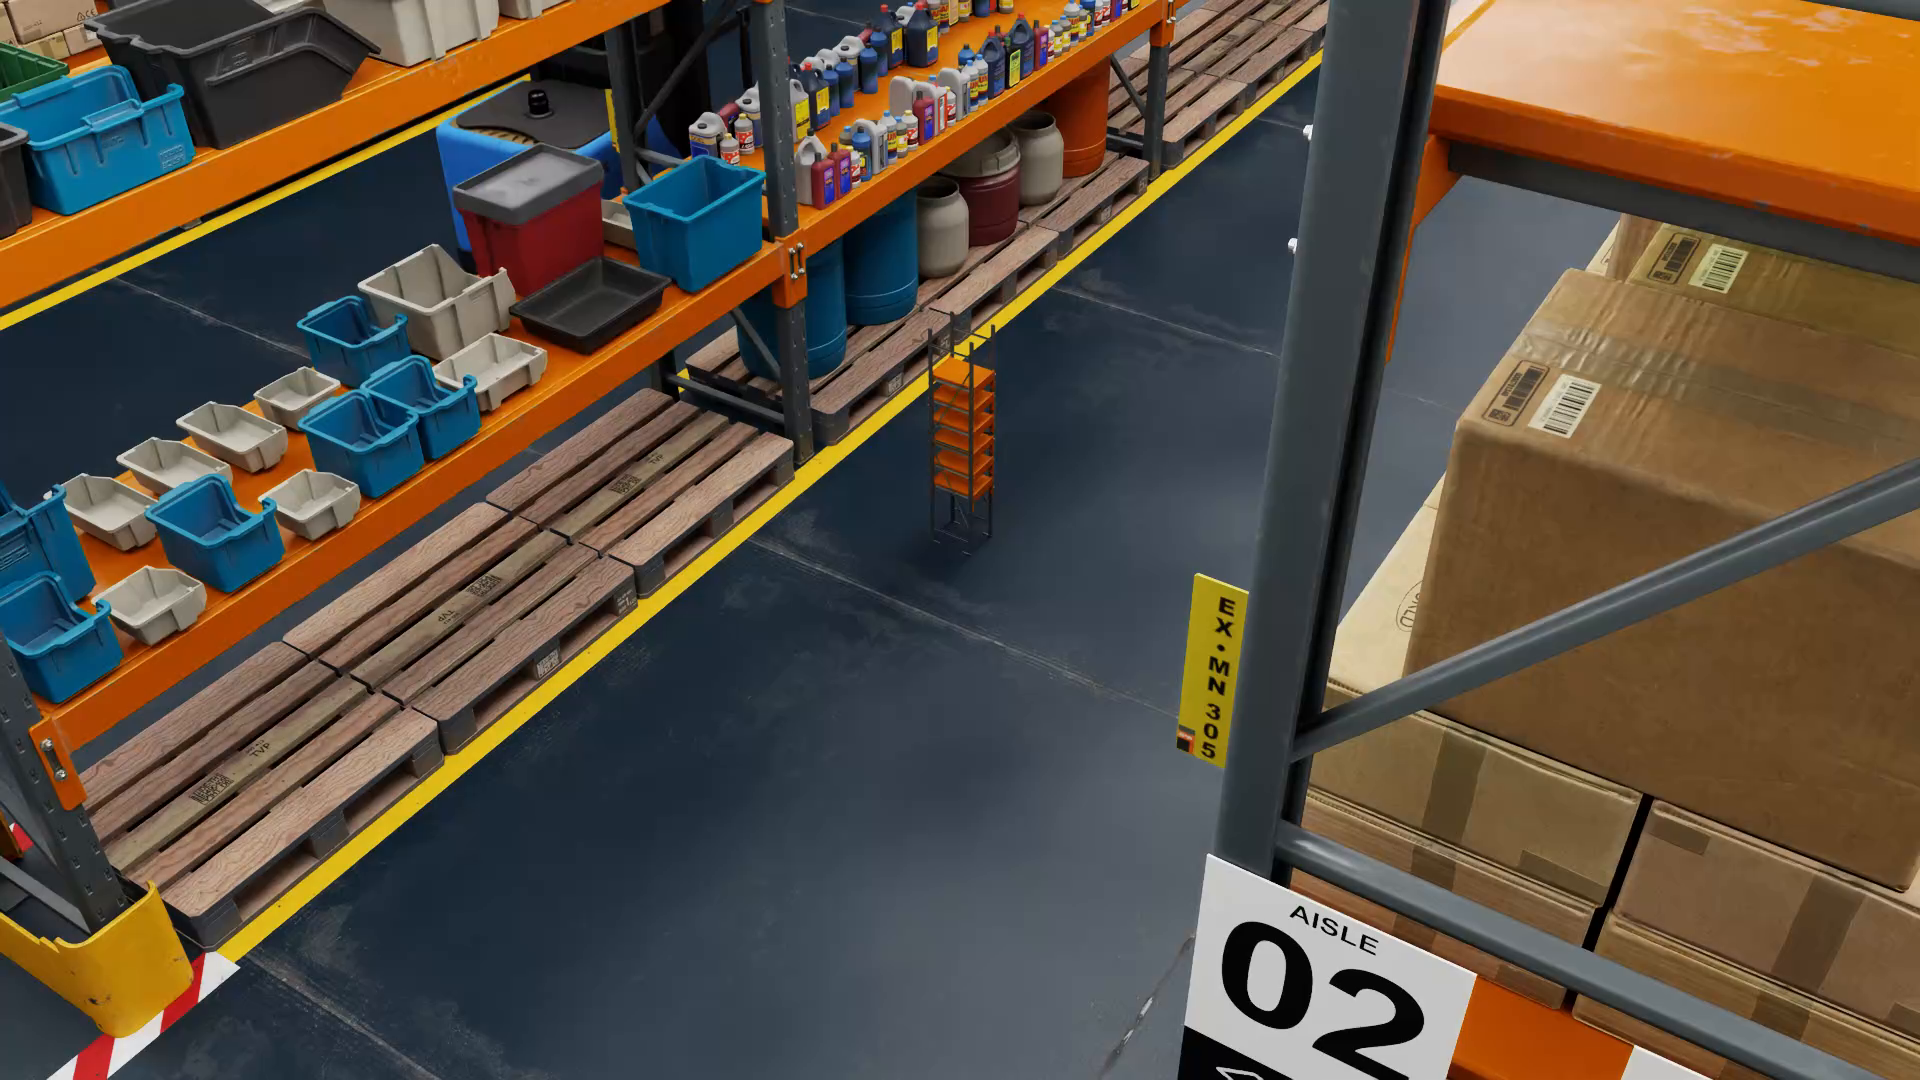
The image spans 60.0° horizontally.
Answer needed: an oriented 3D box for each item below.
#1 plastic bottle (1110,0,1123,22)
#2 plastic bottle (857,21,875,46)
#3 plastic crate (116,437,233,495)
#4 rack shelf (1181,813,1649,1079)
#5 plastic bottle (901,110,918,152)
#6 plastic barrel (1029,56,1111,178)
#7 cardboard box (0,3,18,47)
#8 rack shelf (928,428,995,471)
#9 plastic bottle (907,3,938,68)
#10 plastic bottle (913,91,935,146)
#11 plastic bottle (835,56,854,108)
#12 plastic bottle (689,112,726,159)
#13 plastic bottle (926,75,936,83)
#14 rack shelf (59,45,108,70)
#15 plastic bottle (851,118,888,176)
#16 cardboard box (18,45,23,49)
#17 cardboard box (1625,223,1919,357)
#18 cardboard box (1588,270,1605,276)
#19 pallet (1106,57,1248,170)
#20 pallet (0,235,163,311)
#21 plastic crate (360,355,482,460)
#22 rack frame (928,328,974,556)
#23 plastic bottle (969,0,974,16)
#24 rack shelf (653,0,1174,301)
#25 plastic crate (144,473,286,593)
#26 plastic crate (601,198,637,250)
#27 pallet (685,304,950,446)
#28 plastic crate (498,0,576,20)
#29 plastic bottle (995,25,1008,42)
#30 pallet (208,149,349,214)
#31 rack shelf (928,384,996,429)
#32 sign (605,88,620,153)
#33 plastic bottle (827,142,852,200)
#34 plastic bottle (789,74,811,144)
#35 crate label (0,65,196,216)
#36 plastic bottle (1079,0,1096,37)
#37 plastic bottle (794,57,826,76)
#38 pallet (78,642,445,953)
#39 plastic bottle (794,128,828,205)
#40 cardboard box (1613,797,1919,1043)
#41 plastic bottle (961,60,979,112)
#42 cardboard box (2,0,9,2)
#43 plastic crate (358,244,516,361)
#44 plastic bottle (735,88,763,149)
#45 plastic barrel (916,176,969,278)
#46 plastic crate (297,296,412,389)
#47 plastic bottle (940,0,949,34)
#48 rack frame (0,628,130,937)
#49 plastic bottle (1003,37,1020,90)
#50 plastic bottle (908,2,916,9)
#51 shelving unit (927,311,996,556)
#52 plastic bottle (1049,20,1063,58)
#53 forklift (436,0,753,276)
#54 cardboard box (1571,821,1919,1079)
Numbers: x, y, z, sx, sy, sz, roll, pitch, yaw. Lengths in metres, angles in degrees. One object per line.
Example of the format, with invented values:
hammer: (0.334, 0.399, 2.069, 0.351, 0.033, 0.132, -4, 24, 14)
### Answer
plastic bottle: (0.941, -3.313, 10.126, 0.061, 0.283, 0.133, 21, 42, 25)
plastic bottle: (-0.536, -2.798, 9.458, 0.061, 0.283, 0.133, 21, 42, 25)
plastic crate: (-2.914, -0.246, 6.218, 0.396, 0.136, 0.243, 21, 42, 25)
rack shelf: (1.887, -0.014, 3.883, 1.077, 0.370, 4.000, 21, 42, 25)
plastic bottle: (-0.267, -2.139, 8.670, 0.097, 0.201, 0.097, 0, 38, 0)
plastic barrel: (0.673, -2.875, 10.896, 0.600, 0.830, 0.708, 21, 42, 25)
cardboard box: (-5.694, -2.862, 9.324, 0.500, 0.250, 0.500, 22, 43, 26)
rack shelf: (0.008, -0.447, 7.860, 0.258, 0.103, 0.180, 21, 42, 25)
plastic bottle: (-0.215, -2.913, 9.552, 0.144, 0.351, 0.185, 21, 42, 25)
plastic bottle: (-0.190, -2.225, 8.715, 0.061, 0.283, 0.133, 21, 42, 25)
plastic bottle: (-0.631, -2.509, 9.092, 0.097, 0.271, 0.097, 0, 38, 0)
plastic bottle: (-1.284, -2.024, 8.460, 0.152, 0.276, 0.135, 21, 42, 25)
plastic bottle: (-0.147, -2.428, 9.044, 0.097, 0.201, 0.097, 0, 38, 0)
rack shelf: (-6.476, -2.068, 9.005, 1.077, 0.370, 4.000, 21, 42, 25)
plastic bottle: (-0.456, -2.018, 8.451, 0.152, 0.276, 0.135, 21, 42, 25)
cardboard box: (-5.566, -2.755, 9.513, 0.380, 0.149, 0.250, 20, 42, 24)
cardboard box: (1.416, -0.204, 2.639, 0.700, 0.500, 0.500, 21, 42, 25)
cardboard box: (1.414, -0.269, 3.338, 0.500, 0.250, 0.500, 21, 42, 25)
pallet: (1.369, -3.108, 12.049, 1.003, 0.211, 1.213, 21, 42, 25)
pallet: (-5.878, -1.913, 10.499, 1.003, 0.211, 1.213, 21, 42, 25)
plastic crate: (-2.089, -0.513, 6.485, 0.416, 0.233, 0.300, 21, 42, 25)
rack frame: (-0.041, -0.435, 7.772, 0.240, 1.200, 0.006, 21, 42, 25)
plastic bottle: (0.058, -3.370, 10.200, 0.061, 0.283, 0.133, 21, 42, 25)
rack shelf: (-0.151, -2.510, 9.578, 1.077, 0.370, 4.000, 21, 42, 25)
plastic crate: (-2.602, -0.018, 5.845, 0.416, 0.233, 0.300, 21, 42, 25)
plastic crate: (-1.592, -1.490, 7.833, 0.396, 0.136, 0.243, 21, 42, 25)
pallet: (-0.774, -1.044, 9.371, 1.003, 0.211, 1.213, 21, 42, 25)
plastic crate: (-1.582, -2.067, 6.174, 0.293, 0.136, 0.466, 21, 42, 25)
plastic bottle: (0.231, -2.795, 9.453, 0.061, 0.283, 0.133, 21, 42, 25)
pallet: (-5.055, -2.702, 11.522, 1.003, 0.211, 1.213, 21, 42, 25)
rack shelf: (0.008, -0.638, 7.713, 0.258, 0.103, 0.180, 21, 42, 25)
sign: (-1.686, -2.055, 8.171, 0.100, 0.325, 0.005, 21, 42, 25)
plastic bottle: (-0.594, -1.836, 8.210, 0.061, 0.283, 0.133, 21, 42, 25)
plastic bottle: (-0.884, -2.278, 8.728, 0.144, 0.351, 0.185, 21, 42, 25)
crate label: (-2.598, -1.201, 4.956, 0.408, 0.251, 0.502, 21, 42, 25)
plastic bottle: (0.759, -3.154, 9.930, 0.097, 0.271, 0.097, 0, 38, 0)
plastic bottle: (-0.818, -2.472, 9.041, 0.152, 0.276, 0.135, 21, 42, 25)
pallet: (-2.891, 0.990, 6.732, 1.003, 0.211, 1.213, 21, 42, 25)
plastic bottle: (-0.738, -1.841, 8.161, 0.144, 0.351, 0.185, 21, 42, 25)
cardboard box: (1.310, 0.414, 2.452, 0.500, 0.250, 0.500, 21, 42, 25)
plastic bottle: (0.053, -2.475, 9.048, 0.097, 0.271, 0.097, 0, 38, 0)
cardboard box: (-5.425, -3.415, 9.428, 0.500, 0.500, 0.500, 22, 43, 26)
plastic crate: (-2.196, -1.014, 7.096, 0.437, 0.282, 0.530, 21, 42, 25)
plastic bottle: (-1.088, -2.212, 8.704, 0.152, 0.276, 0.135, 21, 42, 25)
plastic barrel: (-0.159, -1.847, 9.822, 0.421, 0.512, 0.421, 0, 38, 0)
plastic crate: (-2.481, -0.802, 6.861, 0.416, 0.233, 0.300, 21, 42, 25)
plastic bottle: (-0.112, -3.181, 9.964, 0.097, 0.271, 0.097, 0, 38, 0)
rack frame: (-3.365, 0.298, 5.346, 1.000, 3.000, 0.127, 21, 42, 25)
plastic bottle: (0.281, -2.679, 9.303, 0.061, 0.283, 0.133, 21, 42, 25)
plastic bottle: (-0.288, -3.012, 9.745, 0.097, 0.271, 0.097, 0, 38, 0)
shelving unit: (0.008, -0.483, 7.833, 0.258, 1.200, 0.189, 21, 42, 25)
plastic bottle: (0.551, -2.926, 9.691, 0.097, 0.201, 0.097, 0, 38, 0)
forklift: (-1.896, -3.343, 10.125, 1.130, 2.935, 3.031, 18, 41, 22)
cardboard box: (1.305, 0.610, 2.607, 0.500, 0.250, 0.500, 21, 42, 25)
